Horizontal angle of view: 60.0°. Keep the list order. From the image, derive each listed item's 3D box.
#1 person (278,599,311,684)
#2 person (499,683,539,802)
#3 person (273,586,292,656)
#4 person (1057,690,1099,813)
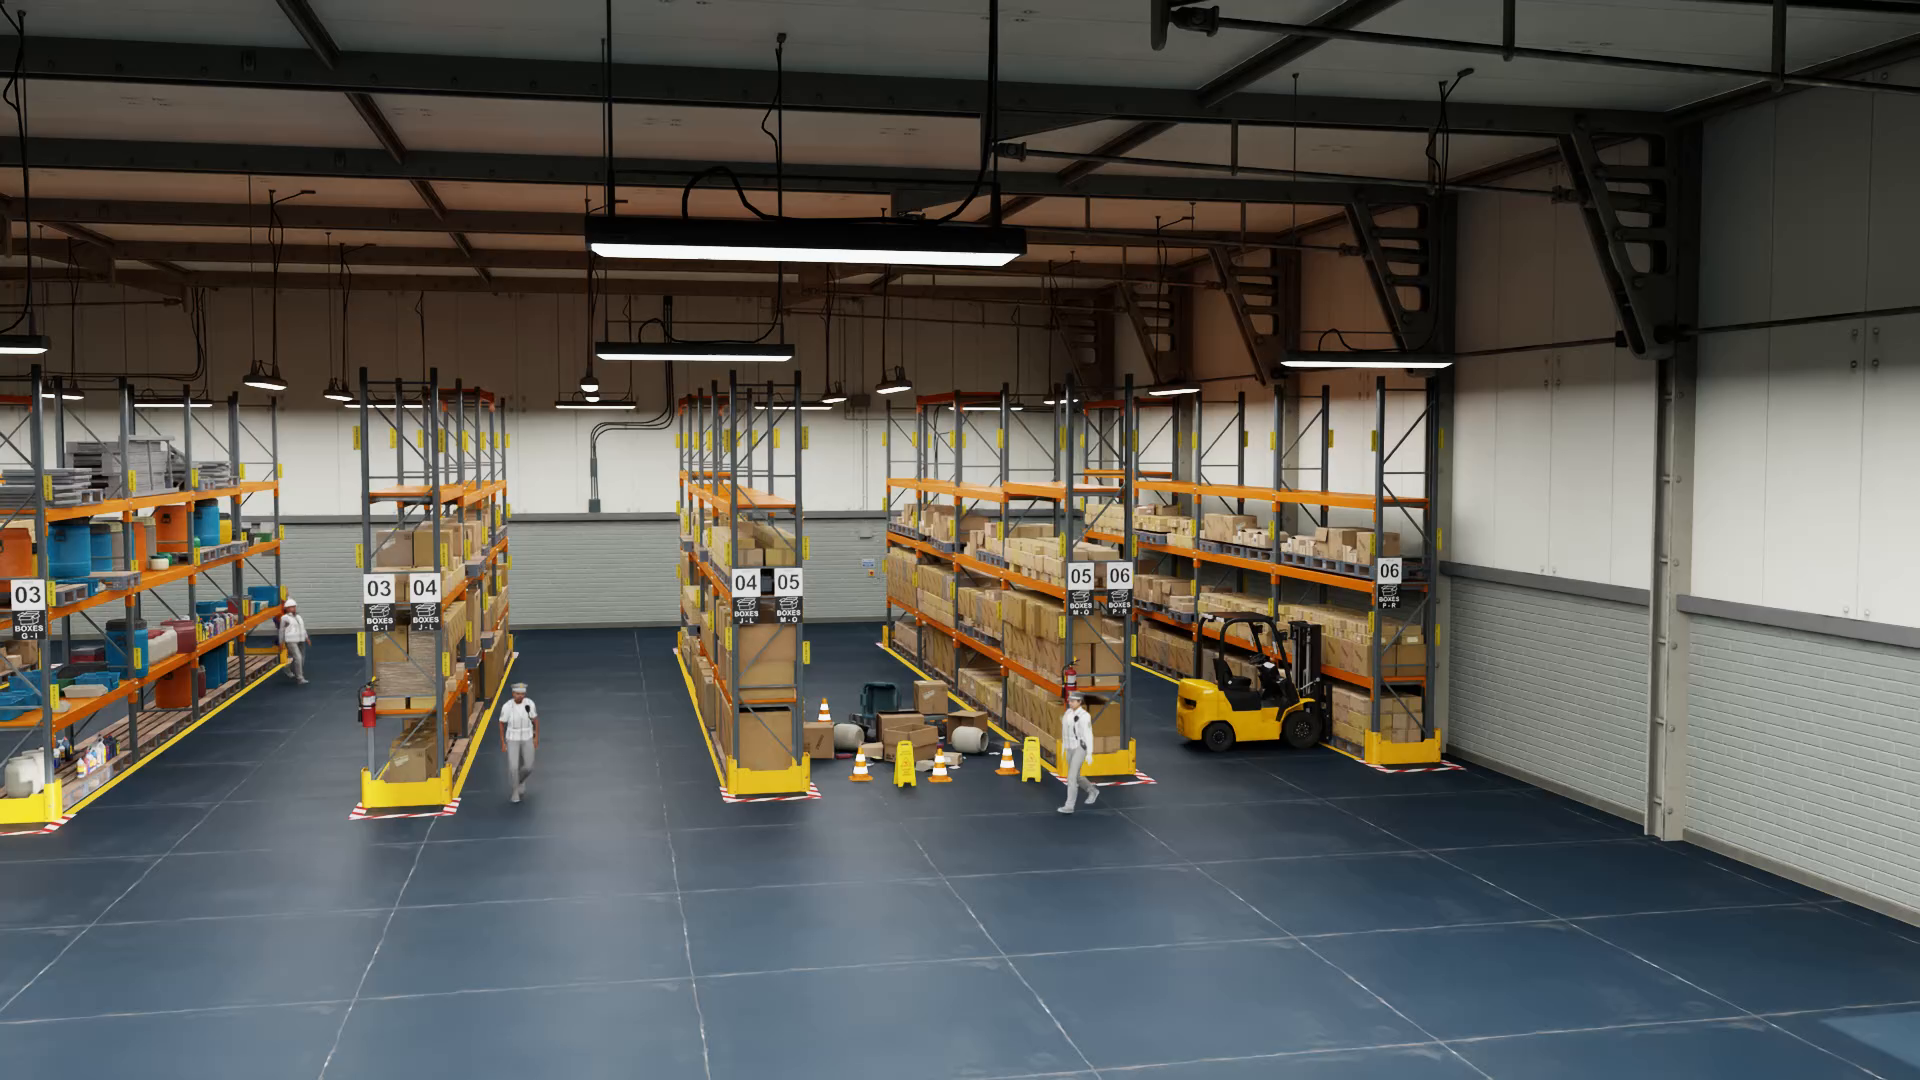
[{"bbox_3d":[-13.712,2.091,34.260,0.929,1.731,0.569,2,4,26],"label":"person"},{"bbox_3d":[-6.185,2.800,23.302,0.540,1.658,0.554,-1,4,-22],"label":"person"},{"bbox_3d":[-15.832,1.871,38.864,0.793,1.609,0.484,2,4,27],"label":"person"},{"bbox_3d":[1.600,2.840,22.503,0.842,1.644,0.511,-2,4,-35],"label":"person"}]
